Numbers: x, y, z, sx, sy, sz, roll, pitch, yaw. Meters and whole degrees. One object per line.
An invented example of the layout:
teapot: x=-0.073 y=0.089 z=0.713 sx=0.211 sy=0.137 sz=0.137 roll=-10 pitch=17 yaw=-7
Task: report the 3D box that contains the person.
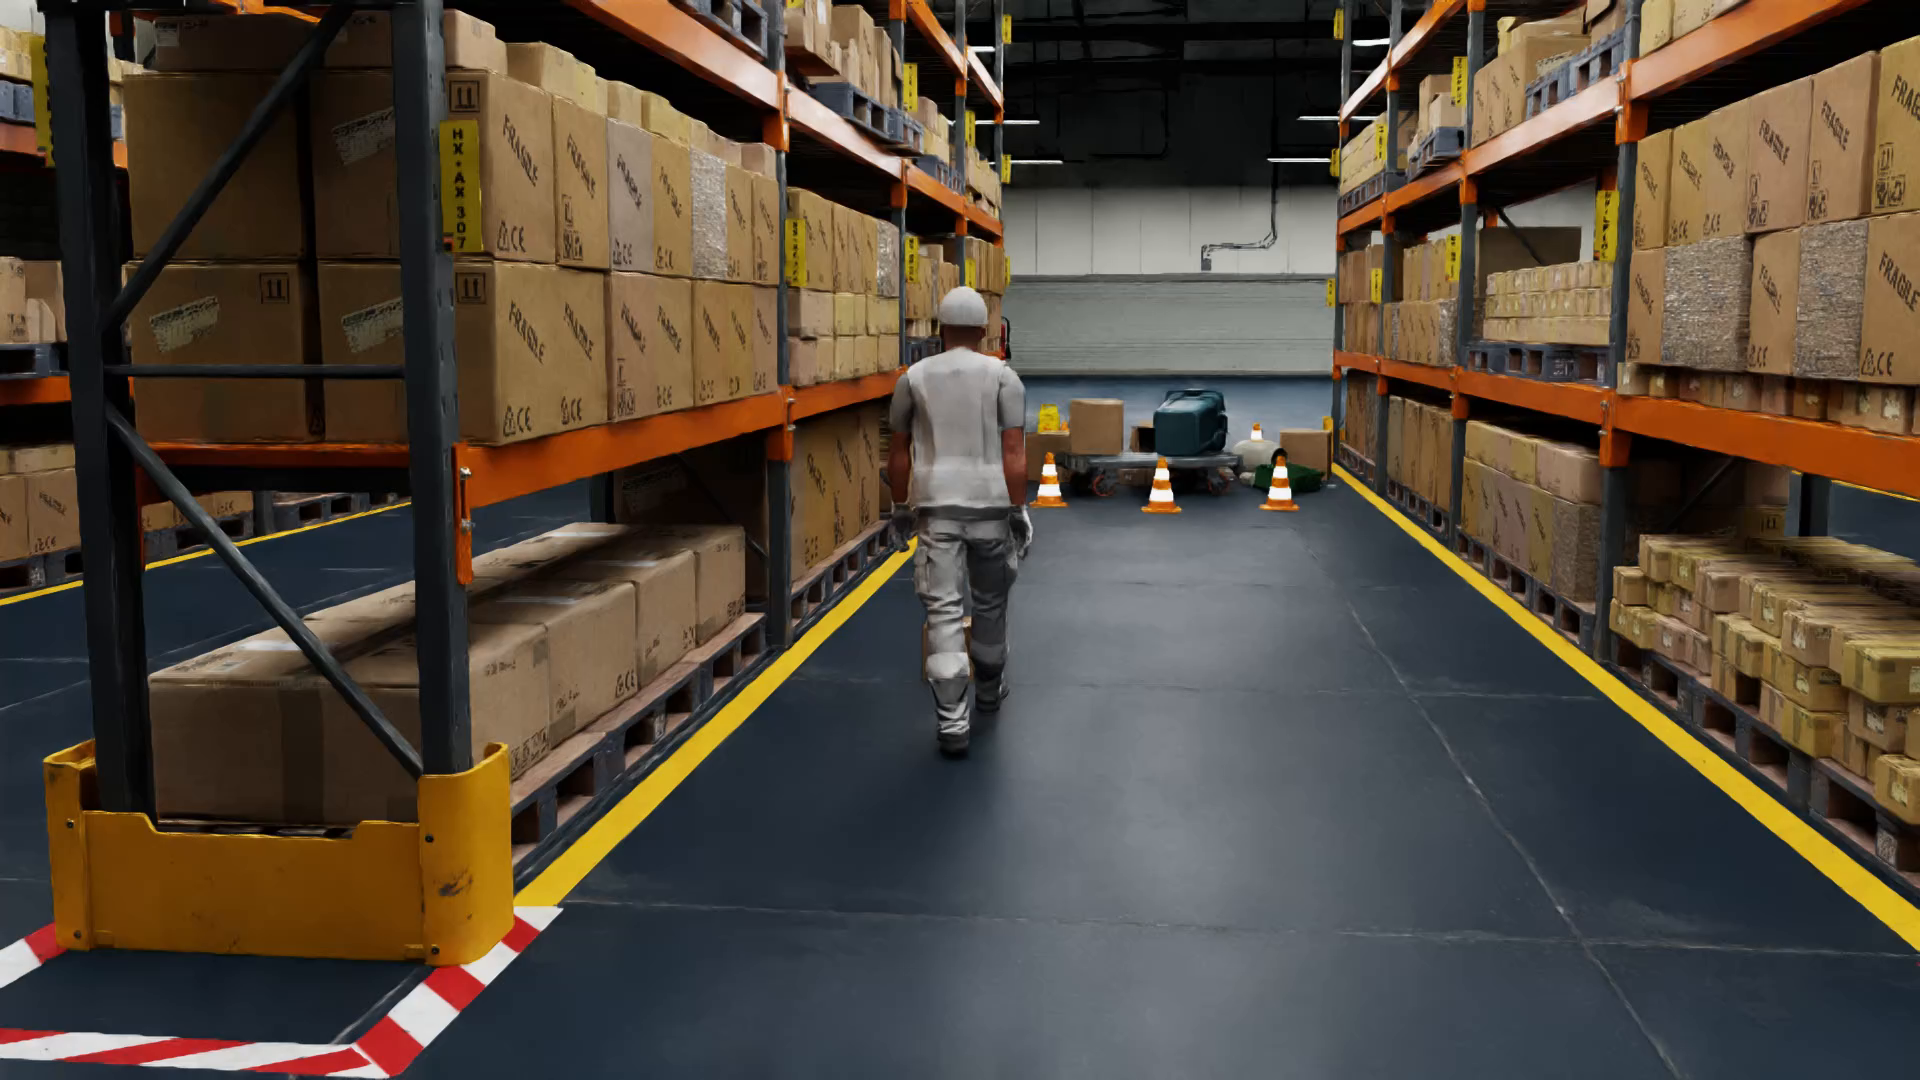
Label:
person: x=-0.001 y=-0.124 z=6.595 sx=0.570 sy=1.751 sz=0.895 roll=0 pitch=7 yaw=1
